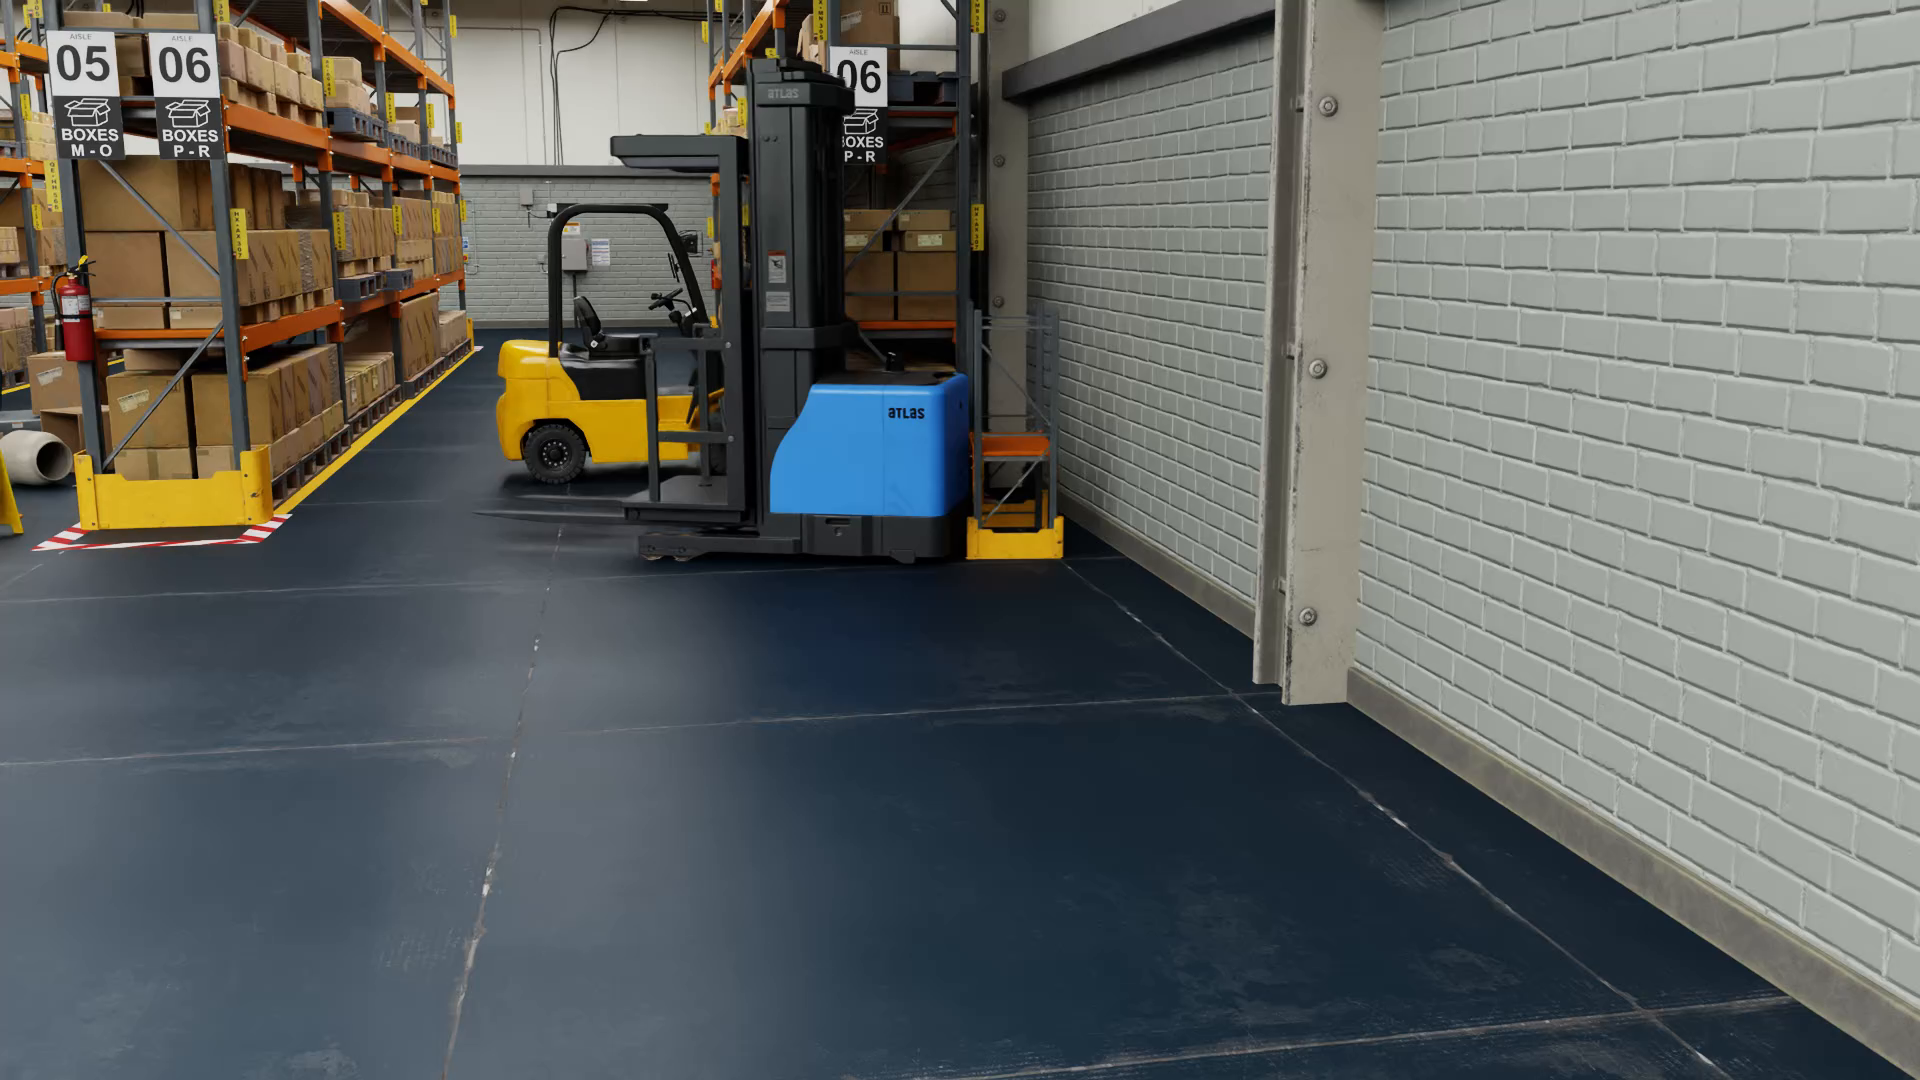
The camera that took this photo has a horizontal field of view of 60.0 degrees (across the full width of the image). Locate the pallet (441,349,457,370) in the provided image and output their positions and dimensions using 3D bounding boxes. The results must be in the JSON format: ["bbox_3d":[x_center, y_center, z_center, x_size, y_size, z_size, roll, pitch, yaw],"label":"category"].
[{"bbox_3d":[-7.698,-2.549,23.524,1.003,0.211,1.213,-2,11,-11],"label":"pallet"}]

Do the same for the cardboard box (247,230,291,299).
[{"bbox_3d":[-5.317,-2.056,12.414,0.500,0.500,0.500,-2,11,-12],"label":"cardboard box"}]

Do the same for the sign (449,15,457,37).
[{"bbox_3d":[-7.870,-7.972,25.804,0.100,0.325,0.005,-2,11,-11],"label":"sign"}]

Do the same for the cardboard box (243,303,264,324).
[{"bbox_3d":[-5.191,-1.619,11.854,0.380,0.149,0.250,-2,11,-13],"label":"cardboard box"}]

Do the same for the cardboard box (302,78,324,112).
[{"bbox_3d":[-5.721,-3.784,14.137,0.500,0.250,0.500,-2,11,-12],"label":"cardboard box"}]

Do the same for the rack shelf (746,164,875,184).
[{"bbox_3d":[-1.592,-3.977,17.472,1.077,0.370,4.000,-2,11,-11],"label":"rack shelf"}]

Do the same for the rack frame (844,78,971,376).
[{"bbox_3d":[-0.425,-1.757,11.904,1.000,3.000,0.127,-2,11,-11],"label":"rack frame"}]

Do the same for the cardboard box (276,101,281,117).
[{"bbox_3d":[-5.557,-3.373,13.043,0.380,0.149,0.250,-2,11,-10],"label":"cardboard box"}]

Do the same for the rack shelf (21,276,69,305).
[{"bbox_3d":[-12.852,-3.591,23.467,1.077,0.370,4.000,-2,11,-11],"label":"rack shelf"}]

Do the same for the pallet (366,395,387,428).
[{"bbox_3d":[-6.465,-1.306,16.995,1.003,0.211,1.213,-2,11,-11],"label":"pallet"}]

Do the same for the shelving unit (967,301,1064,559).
[{"bbox_3d":[0.315,-0.722,10.478,0.587,1.500,1.083,0,11,-2],"label":"shelving unit"}]

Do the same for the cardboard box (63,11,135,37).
[{"bbox_3d":[-5.649,-3.369,10.890,0.380,0.149,0.250,-2,11,-10],"label":"cardboard box"}]

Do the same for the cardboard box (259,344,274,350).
[{"bbox_3d":[-6.221,-1.415,14.334,0.500,0.500,0.500,-2,11,-8],"label":"cardboard box"}]

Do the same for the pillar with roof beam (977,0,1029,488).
[{"bbox_3d":[-3.899,-4.708,11.364,9.100,9.000,0.400,-2,11,-11],"label":"pillar with roof beam"}]

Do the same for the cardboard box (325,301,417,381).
[{"bbox_3d":[-6.902,-2.335,19.502,0.875,0.875,0.875,-2,11,-12],"label":"cardboard box"}]

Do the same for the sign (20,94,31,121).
[{"bbox_3d":[-11.919,-5.520,21.216,0.100,0.325,0.005,-2,11,-11],"label":"sign"}]

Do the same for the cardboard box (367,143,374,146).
[{"bbox_3d":[-6.526,-4.298,17.902,0.380,0.149,0.250,-2,11,-11],"label":"cardboard box"}]

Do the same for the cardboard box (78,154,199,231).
[{"bbox_3d":[-5.607,-2.348,11.272,0.700,0.500,0.500,-2,11,-12],"label":"cardboard box"}]

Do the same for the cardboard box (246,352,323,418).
[{"bbox_3d":[-5.492,-1.248,13.454,0.500,0.500,0.500,-2,11,-8],"label":"cardboard box"}]

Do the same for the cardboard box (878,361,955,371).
[{"bbox_3d":[-0.333,-1.199,12.528,0.500,0.250,0.500,-2,11,-12],"label":"cardboard box"}]

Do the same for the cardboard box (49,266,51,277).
[{"bbox_3d":[-12.320,-3.563,22.066,0.380,0.149,0.250,-2,11,-9],"label":"cardboard box"}]

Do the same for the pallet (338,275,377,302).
[{"bbox_3d":[-6.077,-2.360,15.589,1.003,0.211,1.213,-2,11,-11],"label":"pallet"}]

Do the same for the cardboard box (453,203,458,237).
[{"bbox_3d":[-7.947,-4.876,25.350,0.500,0.500,0.500,-2,11,-11],"label":"cardboard box"}]

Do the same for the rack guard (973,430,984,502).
[{"bbox_3d":[-0.420,-0.524,12.115,1.175,0.500,0.348,-2,11,-11],"label":"rack guard"}]

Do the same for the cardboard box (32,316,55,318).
[{"bbox_3d":[-13.377,-3.204,24.419,0.380,0.149,0.250,-2,11,-11],"label":"cardboard box"}]

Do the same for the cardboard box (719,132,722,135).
[{"bbox_3d":[-3.075,-5.445,22.542,0.380,0.149,0.250,-2,11,-10],"label":"cardboard box"}]

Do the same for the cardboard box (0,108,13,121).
[{"bbox_3d":[-12.282,-5.481,21.448,0.380,0.149,0.250,-2,11,-12],"label":"cardboard box"}]

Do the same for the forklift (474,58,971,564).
[{"bbox_3d":[-1.493,-1.405,10.242,3.031,2.935,1.130,2,11,9],"label":"forklift"}]

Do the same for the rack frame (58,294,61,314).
[{"bbox_3d":[-13.241,-4.312,25.327,1.000,3.000,0.127,-2,11,-11],"label":"rack frame"}]

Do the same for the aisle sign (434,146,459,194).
[{"bbox_3d":[-8.115,-5.812,26.255,0.394,0.787,0.004,-2,11,-11],"label":"aisle sign"}]

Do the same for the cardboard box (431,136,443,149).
[{"bbox_3d":[-8.229,-6.086,25.638,0.500,0.250,0.500,-3,11,-16],"label":"cardboard box"}]

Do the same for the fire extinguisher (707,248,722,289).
[{"bbox_3d":[-4.019,-4.480,27.417,0.296,0.674,0.183,-2,11,-11],"label":"fire extinguisher"}]

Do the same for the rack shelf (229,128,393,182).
[{"bbox_3d":[-6.460,-3.796,16.520,1.077,0.370,4.000,-2,11,-11],"label":"rack shelf"}]

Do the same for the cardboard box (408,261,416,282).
[{"bbox_3d":[-6.911,-3.258,20.193,0.500,0.250,0.500,-2,11,-9],"label":"cardboard box"}]

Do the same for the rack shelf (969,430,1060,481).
[{"bbox_3d":[0.315,-0.544,10.503,0.538,0.185,1.000,0,11,-2],"label":"rack shelf"}]

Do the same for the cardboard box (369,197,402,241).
[{"bbox_3d":[-6.705,-3.682,19.080,0.500,0.500,0.500,-2,11,-13],"label":"cardboard box"}]

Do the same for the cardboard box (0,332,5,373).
[{"bbox_3d":[-11.877,-2.241,20.012,0.500,0.500,0.500,-2,11,-12],"label":"cardboard box"}]

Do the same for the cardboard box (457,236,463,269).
[{"bbox_3d":[-8.052,-4.480,25.946,0.500,0.500,0.500,-2,11,-11],"label":"cardboard box"}]

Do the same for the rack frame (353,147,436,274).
[{"bbox_3d":[-7.627,-3.776,22.515,1.000,3.000,0.127,-2,11,-11],"label":"rack frame"}]

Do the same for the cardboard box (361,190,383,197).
[{"bbox_3d":[-7.999,-4.680,22.588,0.380,0.149,0.250,-2,11,-12],"label":"cardboard box"}]

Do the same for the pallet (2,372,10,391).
[{"bbox_3d":[-12.069,-1.841,19.805,1.003,0.211,1.213,-2,11,-11],"label":"pallet"}]

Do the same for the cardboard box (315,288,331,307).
[{"bbox_3d":[-5.654,-2.092,14.339,0.380,0.149,0.250,-2,11,-10],"label":"cardboard box"}]

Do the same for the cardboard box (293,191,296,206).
[{"bbox_3d":[-6.606,-3.281,15.992,0.380,0.149,0.250,-3,11,-13],"label":"cardboard box"}]

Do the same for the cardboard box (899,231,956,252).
[{"bbox_3d":[-0.237,-2.196,12.210,0.380,0.149,0.250,-2,11,-12],"label":"cardboard box"}]

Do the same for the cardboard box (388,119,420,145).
[{"bbox_3d":[-7.250,-5.258,21.395,0.500,0.311,0.500,-2,11,-11],"label":"cardboard box"}]

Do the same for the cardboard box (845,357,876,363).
[{"bbox_3d":[-0.926,-1.270,12.903,0.500,0.250,0.500,-2,11,-10],"label":"cardboard box"}]

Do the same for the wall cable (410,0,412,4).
[{"bbox_3d":[-11.306,-11.380,30.377,2.355,3.000,0.029,-2,11,-11],"label":"wall cable"}]

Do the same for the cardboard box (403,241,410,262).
[{"bbox_3d":[-6.805,-3.411,19.662,0.500,0.250,0.500,-2,11,-10],"label":"cardboard box"}]

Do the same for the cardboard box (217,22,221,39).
[{"bbox_3d":[-5.227,-3.436,11.242,0.380,0.149,0.250,-2,11,-11],"label":"cardboard box"}]

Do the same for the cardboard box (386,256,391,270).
[{"bbox_3d":[-6.339,-2.983,17.895,0.380,0.149,0.250,-2,11,-11],"label":"cardboard box"}]

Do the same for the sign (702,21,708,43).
[{"bbox_3d":[-4.069,-8.116,26.562,0.100,0.325,0.005,-2,11,-11],"label":"sign"}]

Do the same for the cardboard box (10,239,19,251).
[{"bbox_3d":[-12.192,-3.741,21.083,0.380,0.149,0.250,-2,11,-9],"label":"cardboard box"}]

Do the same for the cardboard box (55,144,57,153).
[{"bbox_3d":[-12.483,-5.260,22.689,0.500,0.250,0.500,-2,11,-9],"label":"cardboard box"}]

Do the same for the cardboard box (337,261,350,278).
[{"bbox_3d":[-5.869,-2.505,15.384,0.380,0.149,0.250,-2,11,-10],"label":"cardboard box"}]

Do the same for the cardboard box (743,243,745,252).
[{"bbox_3d":[-2.504,-3.538,20.542,0.500,0.250,0.500,-3,11,-14],"label":"cardboard box"}]
